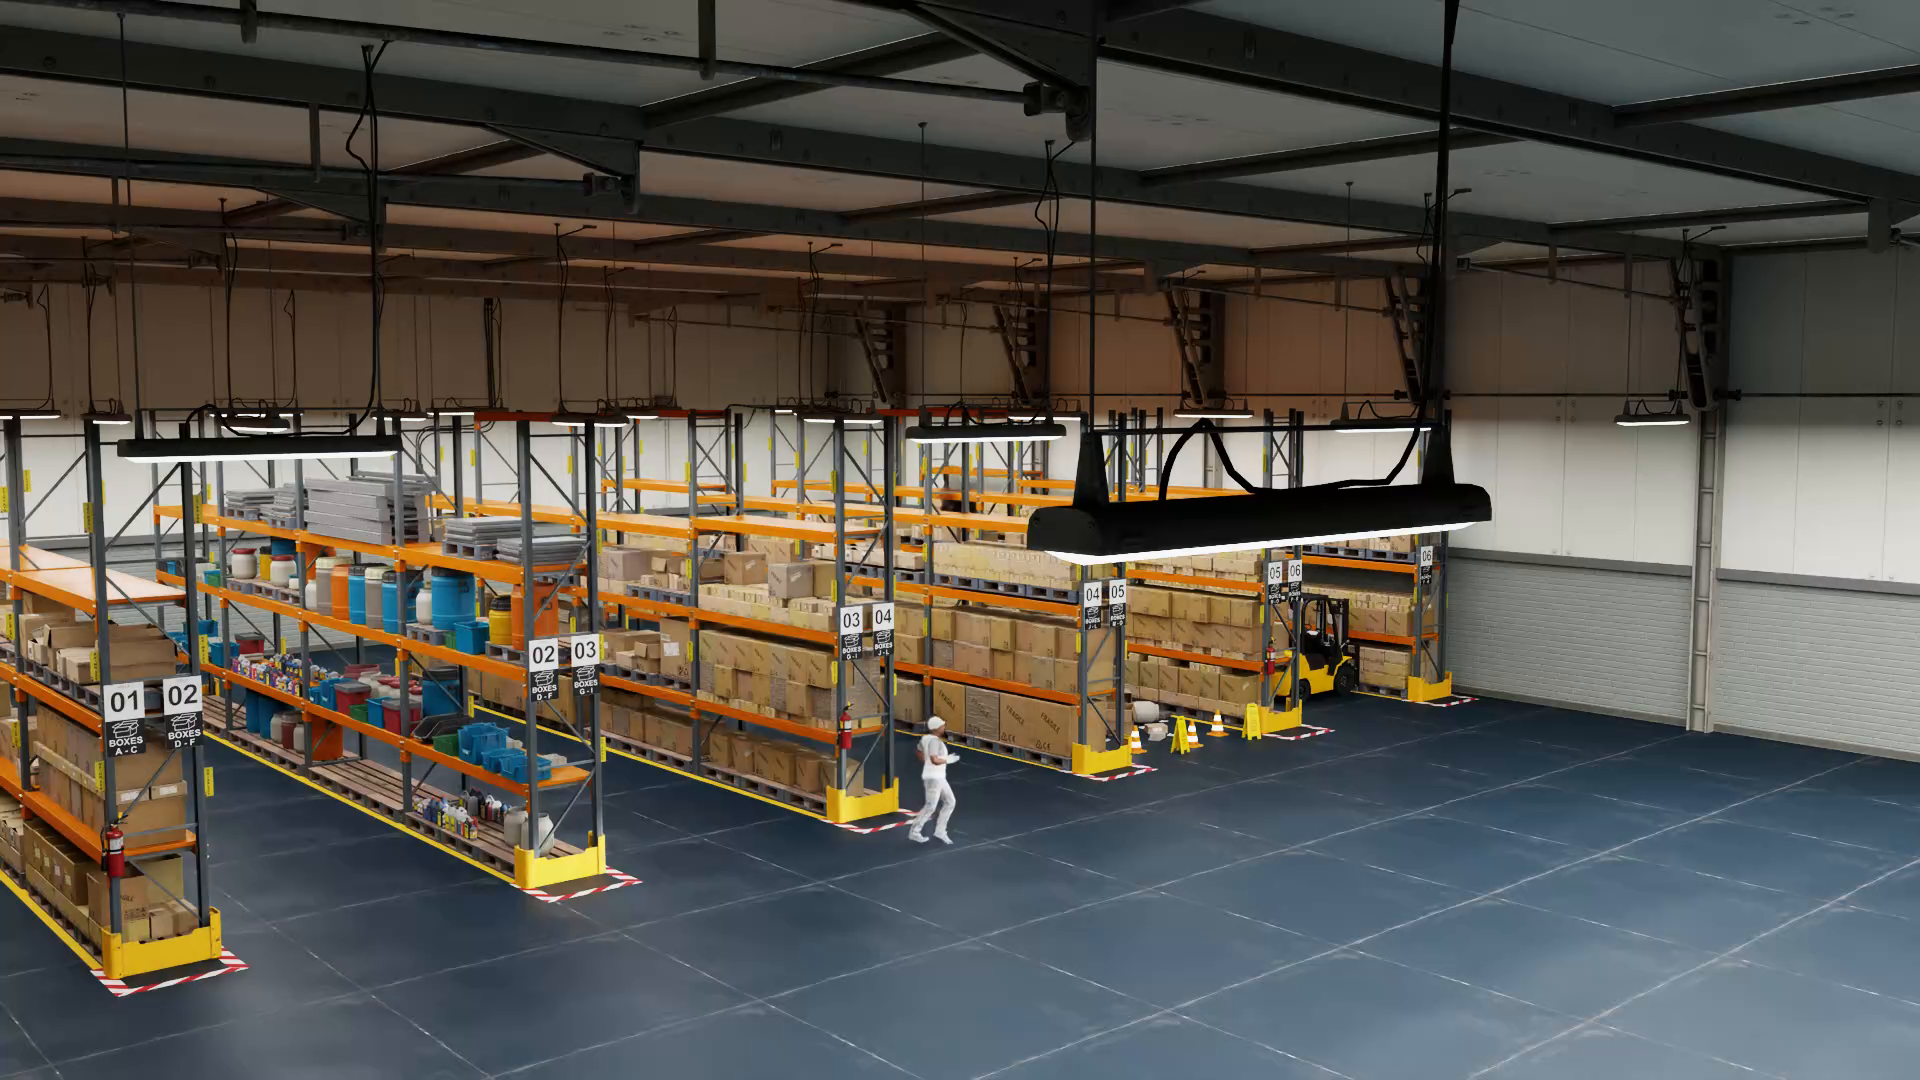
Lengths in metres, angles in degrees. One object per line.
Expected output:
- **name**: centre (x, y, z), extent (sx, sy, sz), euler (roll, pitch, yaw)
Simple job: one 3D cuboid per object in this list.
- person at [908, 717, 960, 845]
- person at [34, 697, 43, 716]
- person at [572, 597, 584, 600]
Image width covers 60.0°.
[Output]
- **person**: centre (-0.358, 3.396, 23.533), extent (0.723, 1.792, 0.685), euler (0, 5, 2)
- **person**: centre (-17.080, 2.747, 30.712), extent (0.933, 1.823, 0.712), euler (4, 7, 41)
- **person**: centre (-8.822, 2.135, 38.160), extent (0.704, 1.730, 0.722), euler (-2, 5, -20)
